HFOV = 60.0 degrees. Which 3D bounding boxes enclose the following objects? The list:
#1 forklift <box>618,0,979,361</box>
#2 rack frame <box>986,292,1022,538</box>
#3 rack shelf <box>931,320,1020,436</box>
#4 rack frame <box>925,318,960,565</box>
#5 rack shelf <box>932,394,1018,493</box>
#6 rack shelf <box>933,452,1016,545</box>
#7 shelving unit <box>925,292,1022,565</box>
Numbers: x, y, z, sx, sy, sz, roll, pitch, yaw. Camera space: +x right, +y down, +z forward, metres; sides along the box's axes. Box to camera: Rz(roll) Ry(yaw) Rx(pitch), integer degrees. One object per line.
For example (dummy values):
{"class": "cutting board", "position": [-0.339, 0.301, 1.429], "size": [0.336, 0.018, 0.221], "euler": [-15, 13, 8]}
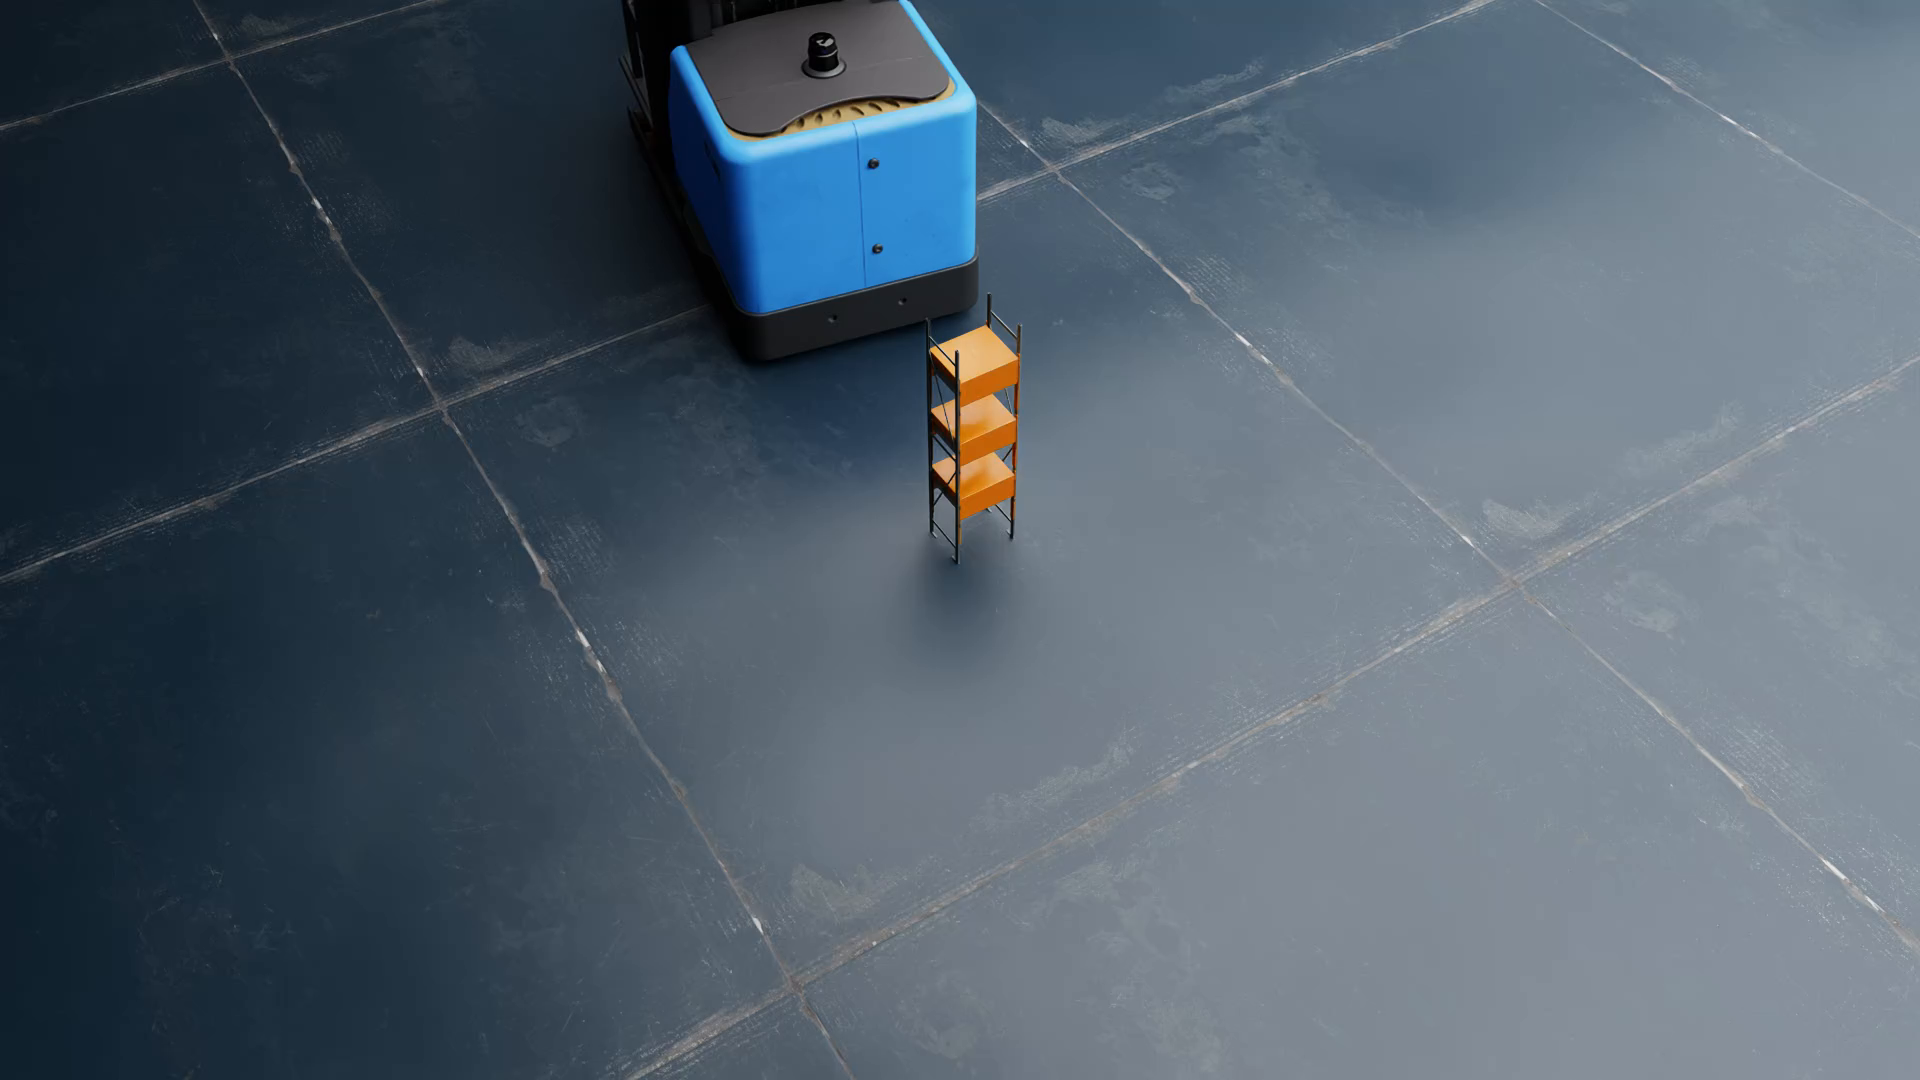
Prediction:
{"class": "forklift", "position": [-0.928, -2.833, 6.810], "size": [1.130, 2.935, 3.031], "euler": [-16, 50, -14]}
{"class": "rack frame", "position": [0.148, -0.419, 5.920], "size": [0.008, 1.050, 0.200], "euler": [-25, 53, -21]}
{"class": "rack shelf", "position": [0.045, -0.552, 5.673], "size": [0.240, 0.259, 0.215], "euler": [-25, 53, -21]}
{"class": "rack frame", "position": [-0.058, -0.322, 5.834], "size": [0.008, 1.050, 0.200], "euler": [-25, 53, -21]}
{"class": "rack shelf", "position": [0.045, -0.363, 5.885], "size": [0.240, 0.259, 0.215], "euler": [-25, 53, -21]}
{"class": "rack shelf", "position": [0.045, -0.179, 6.092], "size": [0.240, 0.259, 0.215], "euler": [-25, 53, -21]}
{"class": "shelving unit", "position": [0.045, -0.370, 5.877], "size": [0.252, 1.050, 0.215], "euler": [-25, 53, -21]}
